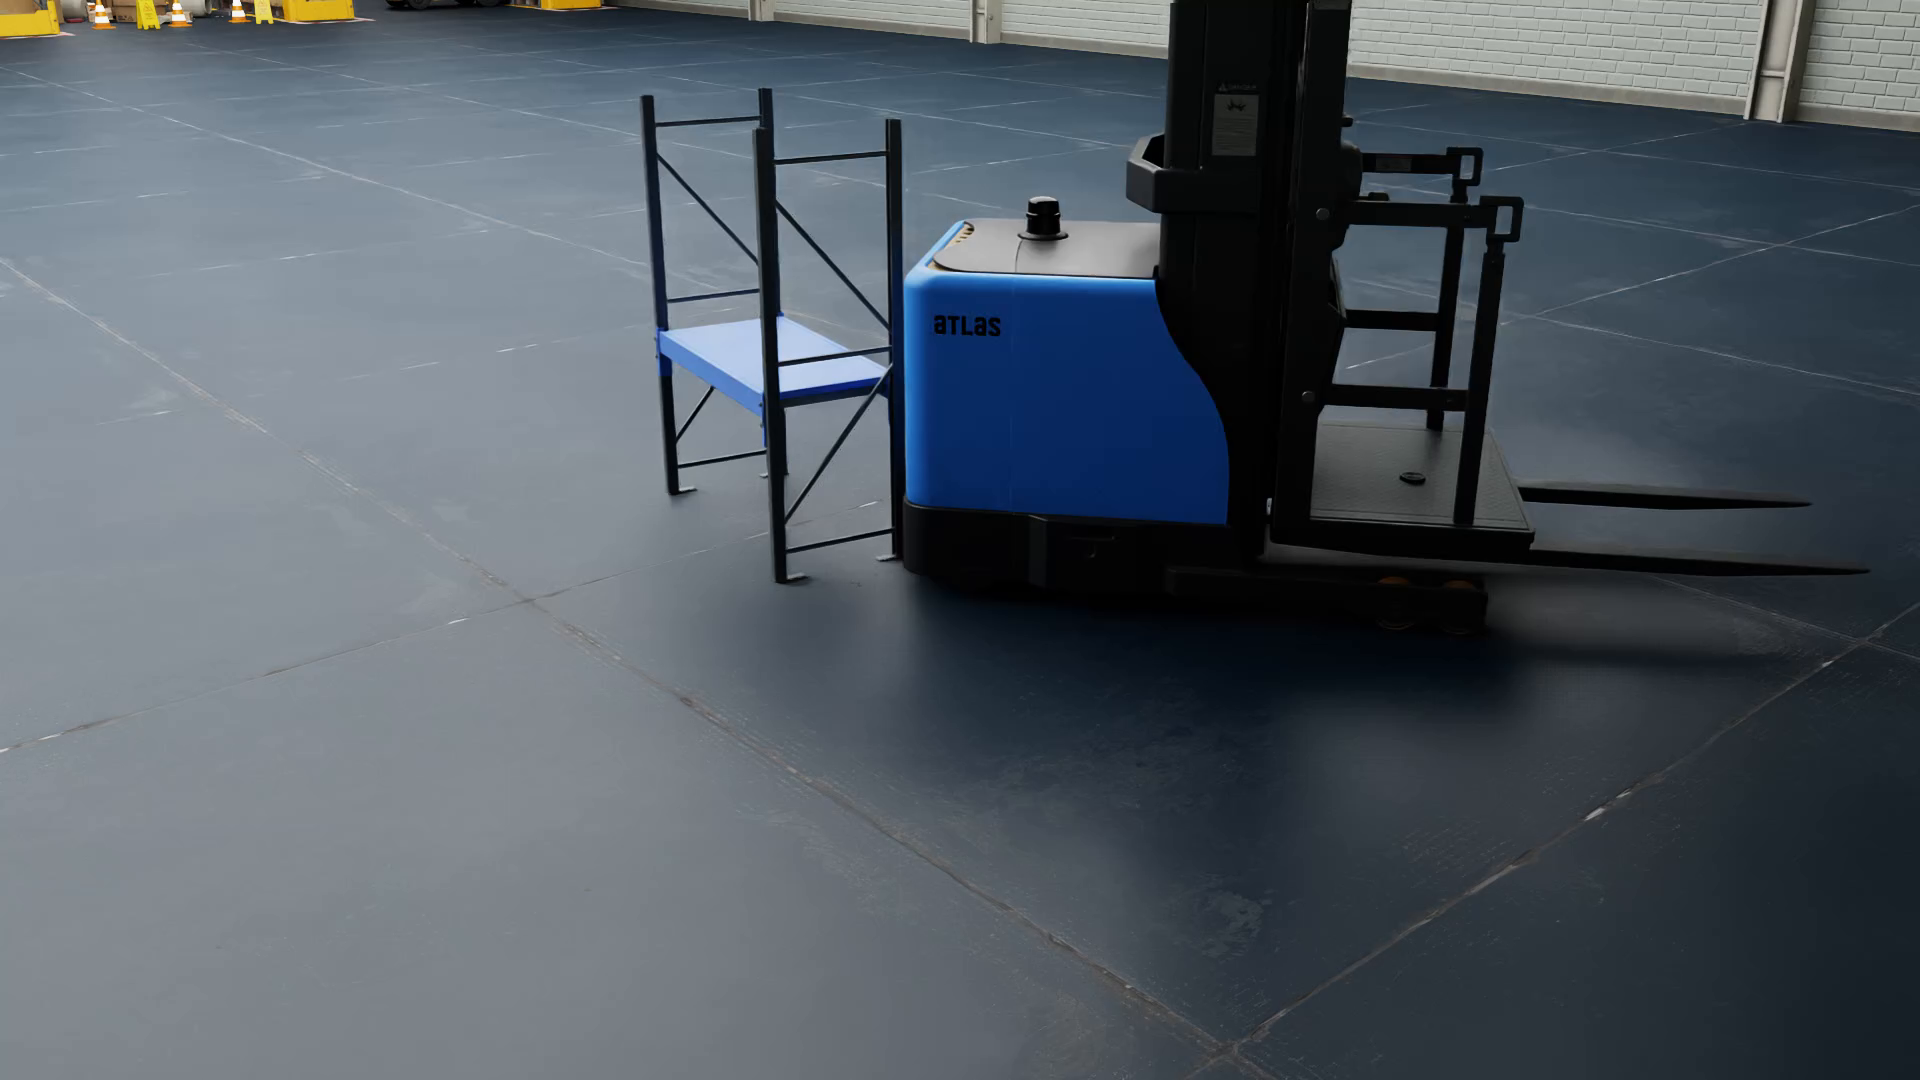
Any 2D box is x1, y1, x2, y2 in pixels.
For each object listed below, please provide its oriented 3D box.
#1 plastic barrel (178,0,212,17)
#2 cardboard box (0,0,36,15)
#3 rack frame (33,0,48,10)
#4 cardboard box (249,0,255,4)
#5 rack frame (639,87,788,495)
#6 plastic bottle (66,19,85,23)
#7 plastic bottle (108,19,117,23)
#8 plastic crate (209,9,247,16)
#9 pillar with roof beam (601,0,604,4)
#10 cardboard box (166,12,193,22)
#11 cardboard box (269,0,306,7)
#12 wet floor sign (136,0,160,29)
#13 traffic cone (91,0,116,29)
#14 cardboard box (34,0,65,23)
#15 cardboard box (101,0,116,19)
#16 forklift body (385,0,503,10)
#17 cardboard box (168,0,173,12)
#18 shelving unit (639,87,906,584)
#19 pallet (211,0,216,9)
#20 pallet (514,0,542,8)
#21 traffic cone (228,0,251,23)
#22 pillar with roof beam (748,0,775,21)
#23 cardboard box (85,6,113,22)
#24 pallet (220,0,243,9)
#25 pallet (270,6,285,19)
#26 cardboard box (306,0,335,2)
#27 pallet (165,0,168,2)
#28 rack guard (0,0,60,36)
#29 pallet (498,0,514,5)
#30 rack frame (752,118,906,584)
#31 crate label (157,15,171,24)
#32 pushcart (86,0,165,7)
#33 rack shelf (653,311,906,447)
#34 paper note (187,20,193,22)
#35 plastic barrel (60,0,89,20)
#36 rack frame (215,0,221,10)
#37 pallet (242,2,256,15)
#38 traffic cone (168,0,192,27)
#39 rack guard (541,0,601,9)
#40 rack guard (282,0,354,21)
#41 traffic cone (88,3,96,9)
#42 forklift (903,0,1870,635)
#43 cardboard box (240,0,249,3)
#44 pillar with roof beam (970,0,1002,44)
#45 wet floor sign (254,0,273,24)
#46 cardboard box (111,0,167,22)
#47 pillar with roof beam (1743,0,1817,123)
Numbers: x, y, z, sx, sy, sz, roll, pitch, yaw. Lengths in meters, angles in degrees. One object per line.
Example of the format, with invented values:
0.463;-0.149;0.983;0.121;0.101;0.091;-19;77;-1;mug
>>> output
-13.923;-9.724;30.229;0.512;0.421;0.421;0;21;-1;plastic barrel
-15.605;-8.884;26.892;0.875;0.875;0.875;-17;27;-37;cardboard box
-15.112;-9.507;26.143;1.000;3.000;0.127;-17;27;-37;rack frame
-12.838;-10.076;30.790;0.500;0.250;0.500;-19;28;-39;cardboard box
-0.915;-0.922;6.282;0.500;1.500;0.032;-12;24;-27;rack frame
-15.470;-9.085;29.095;0.133;0.061;0.283;12;24;27;plastic bottle
-14.899;-9.088;29.104;0.283;0.061;0.133;12;24;27;plastic bottle
-13.636;-9.830;30.971;0.583;0.080;0.402;12;24;27;plastic crate
-10.703;-14.071;29.571;9.100;9.000;0.400;-17;27;-37;pillar with roof beam
-13.814;-9.267;29.439;0.380;0.149;0.250;-4;22;-10;cardboard box
-12.175;-9.794;30.071;0.500;0.250;0.500;-18;27;-38;cardboard box
-13.593;-8.874;27.755;0.232;0.644;0.267;17;27;36;wet floor sign
-14.383;-8.810;27.843;0.336;0.463;0.334;-17;27;-37;traffic cone
-15.932;-9.264;28.949;0.500;0.500;0.500;-12;25;-28;cardboard box
-15.109;-9.753;30.008;0.797;0.637;0.503;-17;27;-37;cardboard box
-10.290;-11.590;32.626;2.313;2.155;1.214;-17;27;-37;forklift body
-14.371;-10.035;30.917;0.500;0.500;0.500;0;21;-1;cardboard box
-0.663;-0.761;5.871;0.538;1.500;1.048;-12;24;-27;shelving unit
-14.549;-10.734;33.101;1.003;0.211;1.213;-17;27;-37;pallet
-8.201;-10.799;33.265;1.003;0.211;1.213;-17;27;-37;pallet
-12.686;-9.343;29.205;0.336;0.463;0.334;-17;27;-37;traffic cone
-6.787;-12.413;25.338;9.100;9.000;0.400;-17;27;-37;pillar with roof beam
-15.206;-9.302;29.370;0.396;0.266;0.258;-12;25;-28;cardboard box
-13.574;-10.343;32.101;1.003;0.211;1.213;-17;27;-37;pallet
-11.981;-9.668;30.379;1.003;0.211;1.213;-17;27;-37;pallet
-11.745;-9.917;30.385;0.500;0.250;0.500;-18;28;-38;cardboard box
-16.141;-11.409;34.822;1.003;0.211;1.213;-17;27;-37;pallet
-15.097;-8.336;26.582;1.175;0.500;0.348;-17;27;-37;rack guard
-8.993;-11.135;34.125;1.003;0.211;1.213;-17;27;-37;pallet
-0.411;-0.600;5.460;0.500;1.500;0.032;-12;24;-27;rack frame
-13.865;-9.036;28.866;0.298;0.136;0.250;7;23;18;crate label
-15.734;-10.040;31.102;0.936;0.377;1.648;12;24;27;pushcart
-0.663;-0.594;5.936;0.538;0.185;1.000;-12;24;-27;rack shelf
-13.553;-9.118;29.221;0.142;0.019;0.148;12;24;27;paper note
-15.821;-9.464;29.566;0.512;0.421;0.421;0;21;-1;plastic barrel
-14.039;-11.818;32.044;1.000;3.000;0.127;-17;27;-37;rack frame
-12.773;-10.005;31.240;1.003;0.211;1.213;-17;27;-37;pallet
-13.305;-8.985;28.290;0.336;0.463;0.334;-17;27;-37;traffic cone
-7.655;-10.725;32.681;1.175;0.500;0.348;-17;27;-37;rack guard
-11.478;-9.570;29.732;1.175;0.500;0.348;-17;27;-37;rack guard
-16.856;-10.488;32.128;0.336;0.463;0.334;-17;27;-37;traffic cone
1.376;-1.277;5.226;3.031;2.935;1.130;4;22;9;forklift
-13.153;-10.215;31.147;0.500;0.250;0.500;-18;28;-38;cardboard box
-2.870;-10.756;21.106;9.100;9.000;0.400;-17;27;-37;pillar with roof beam
-12.115;-9.309;28.868;0.267;0.644;0.232;-8;23;-19;wet floor sign
-14.493;-9.433;29.378;0.637;0.503;0.797;3;22;9;cardboard box
4.963;-7.440;12.641;9.100;9.000;0.400;-17;27;-37;pillar with roof beam
